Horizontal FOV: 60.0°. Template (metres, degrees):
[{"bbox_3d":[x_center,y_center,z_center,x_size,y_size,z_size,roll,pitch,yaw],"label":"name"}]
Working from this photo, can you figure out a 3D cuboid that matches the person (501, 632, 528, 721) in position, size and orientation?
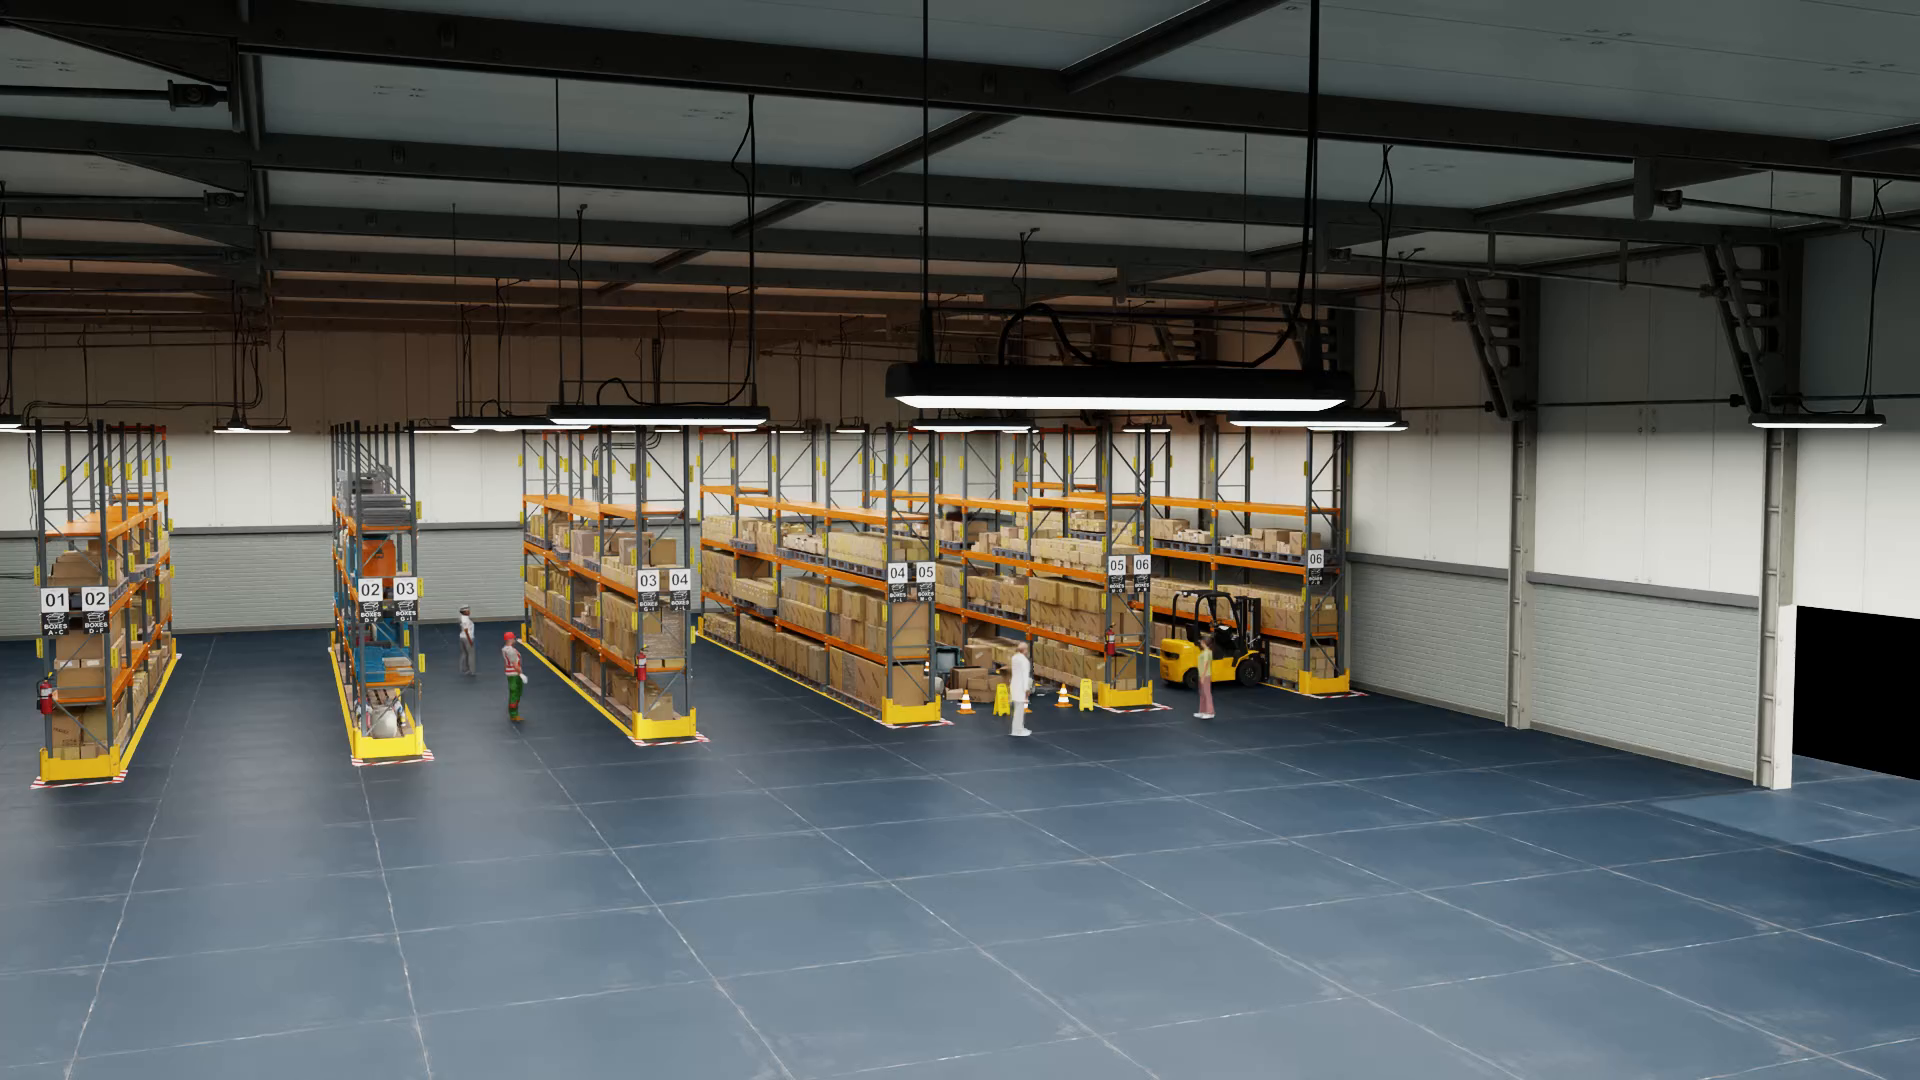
[{"bbox_3d":[-8.948,2.752,33.481,0.562,1.832,0.639,0,4,-5],"label":"person"}]

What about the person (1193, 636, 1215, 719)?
[{"bbox_3d":[4.969,2.776,33.714,0.393,1.675,0.538,0,4,-2],"label":"person"}]

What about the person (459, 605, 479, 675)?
[{"bbox_3d":[-11.767,2.394,39.851,0.418,1.669,0.550,-3,4,-36],"label":"person"}]

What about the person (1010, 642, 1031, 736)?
[{"bbox_3d":[1.188,2.847,31.764,0.446,1.794,0.627,-1,4,-19],"label":"person"}]
